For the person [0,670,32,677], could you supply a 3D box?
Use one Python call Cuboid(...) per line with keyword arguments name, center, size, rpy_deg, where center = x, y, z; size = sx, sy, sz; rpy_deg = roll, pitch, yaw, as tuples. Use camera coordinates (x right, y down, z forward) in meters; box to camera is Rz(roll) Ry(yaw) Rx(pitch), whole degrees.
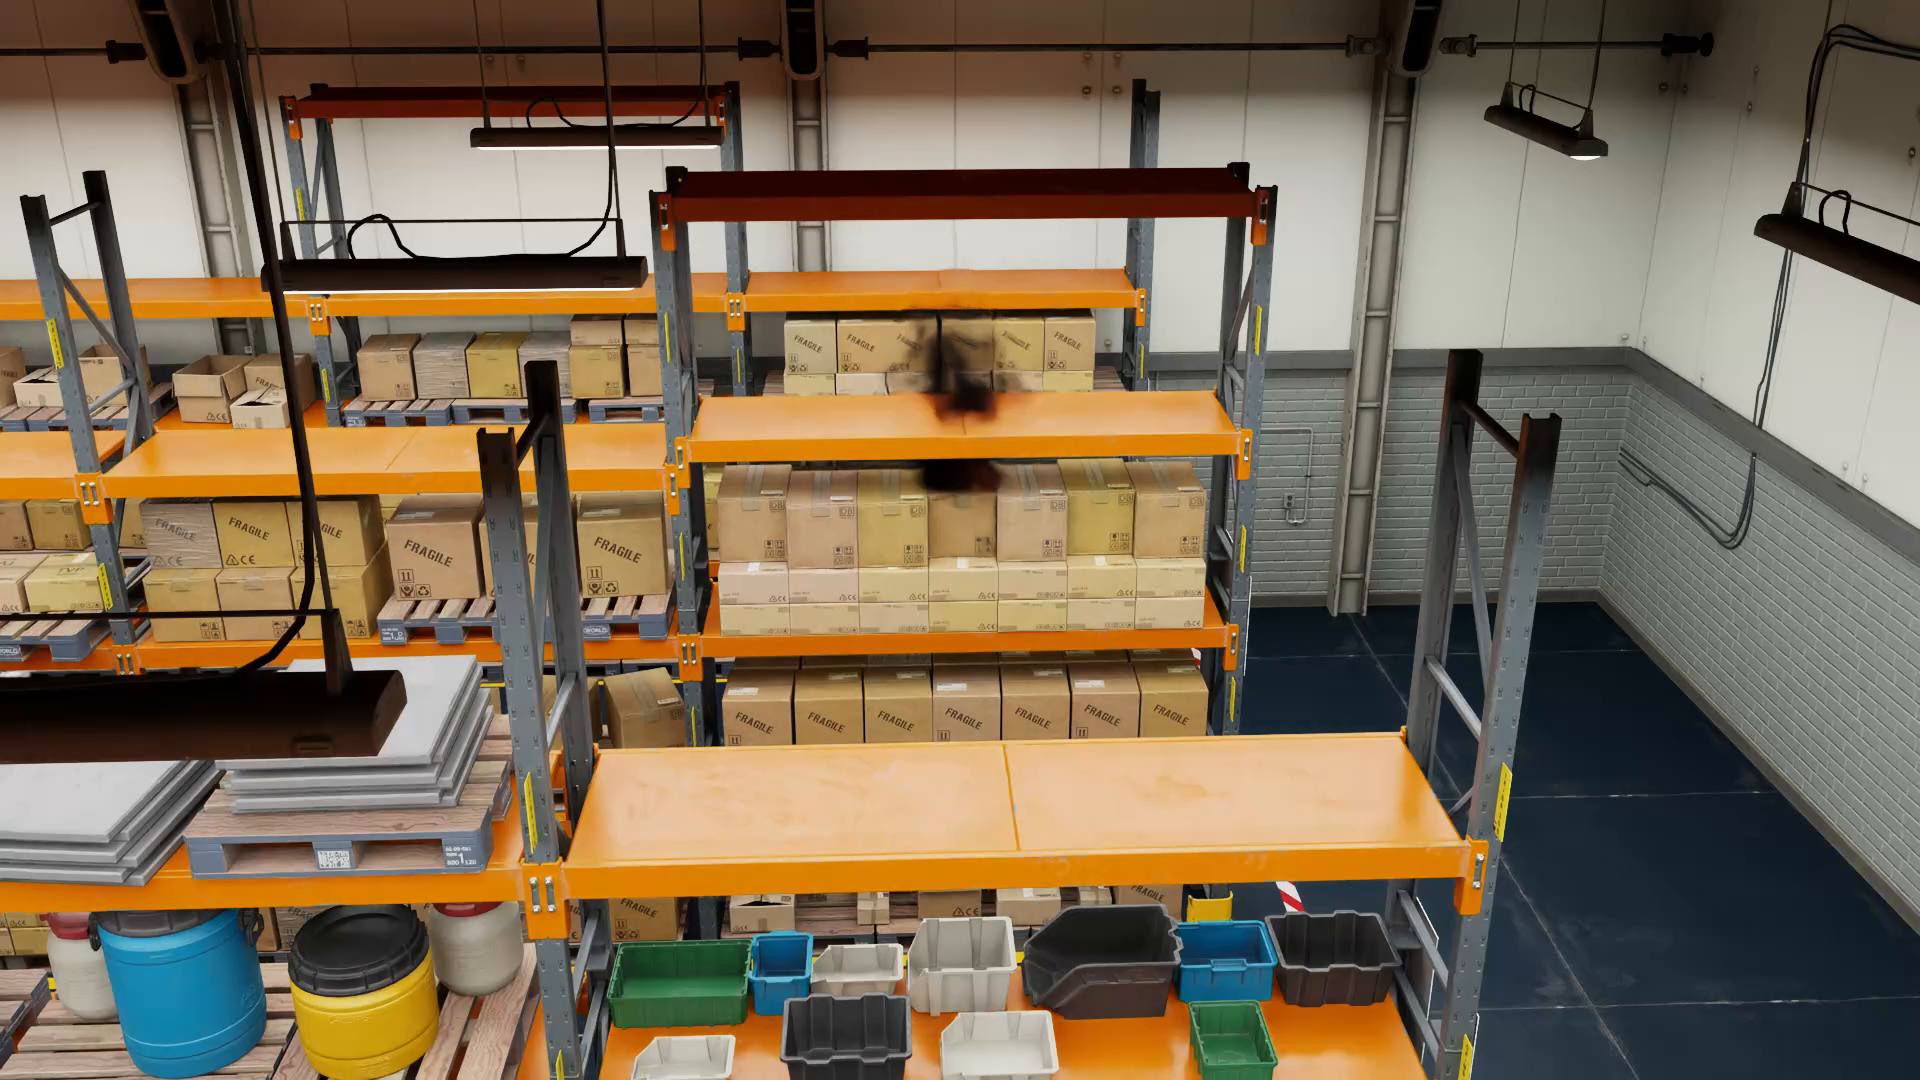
Cuboid(name="person", center=(-8.246, 1.660, 14.639), size=(1.008, 1.778, 0.648), rpy_deg=(-4, 23, -11))
